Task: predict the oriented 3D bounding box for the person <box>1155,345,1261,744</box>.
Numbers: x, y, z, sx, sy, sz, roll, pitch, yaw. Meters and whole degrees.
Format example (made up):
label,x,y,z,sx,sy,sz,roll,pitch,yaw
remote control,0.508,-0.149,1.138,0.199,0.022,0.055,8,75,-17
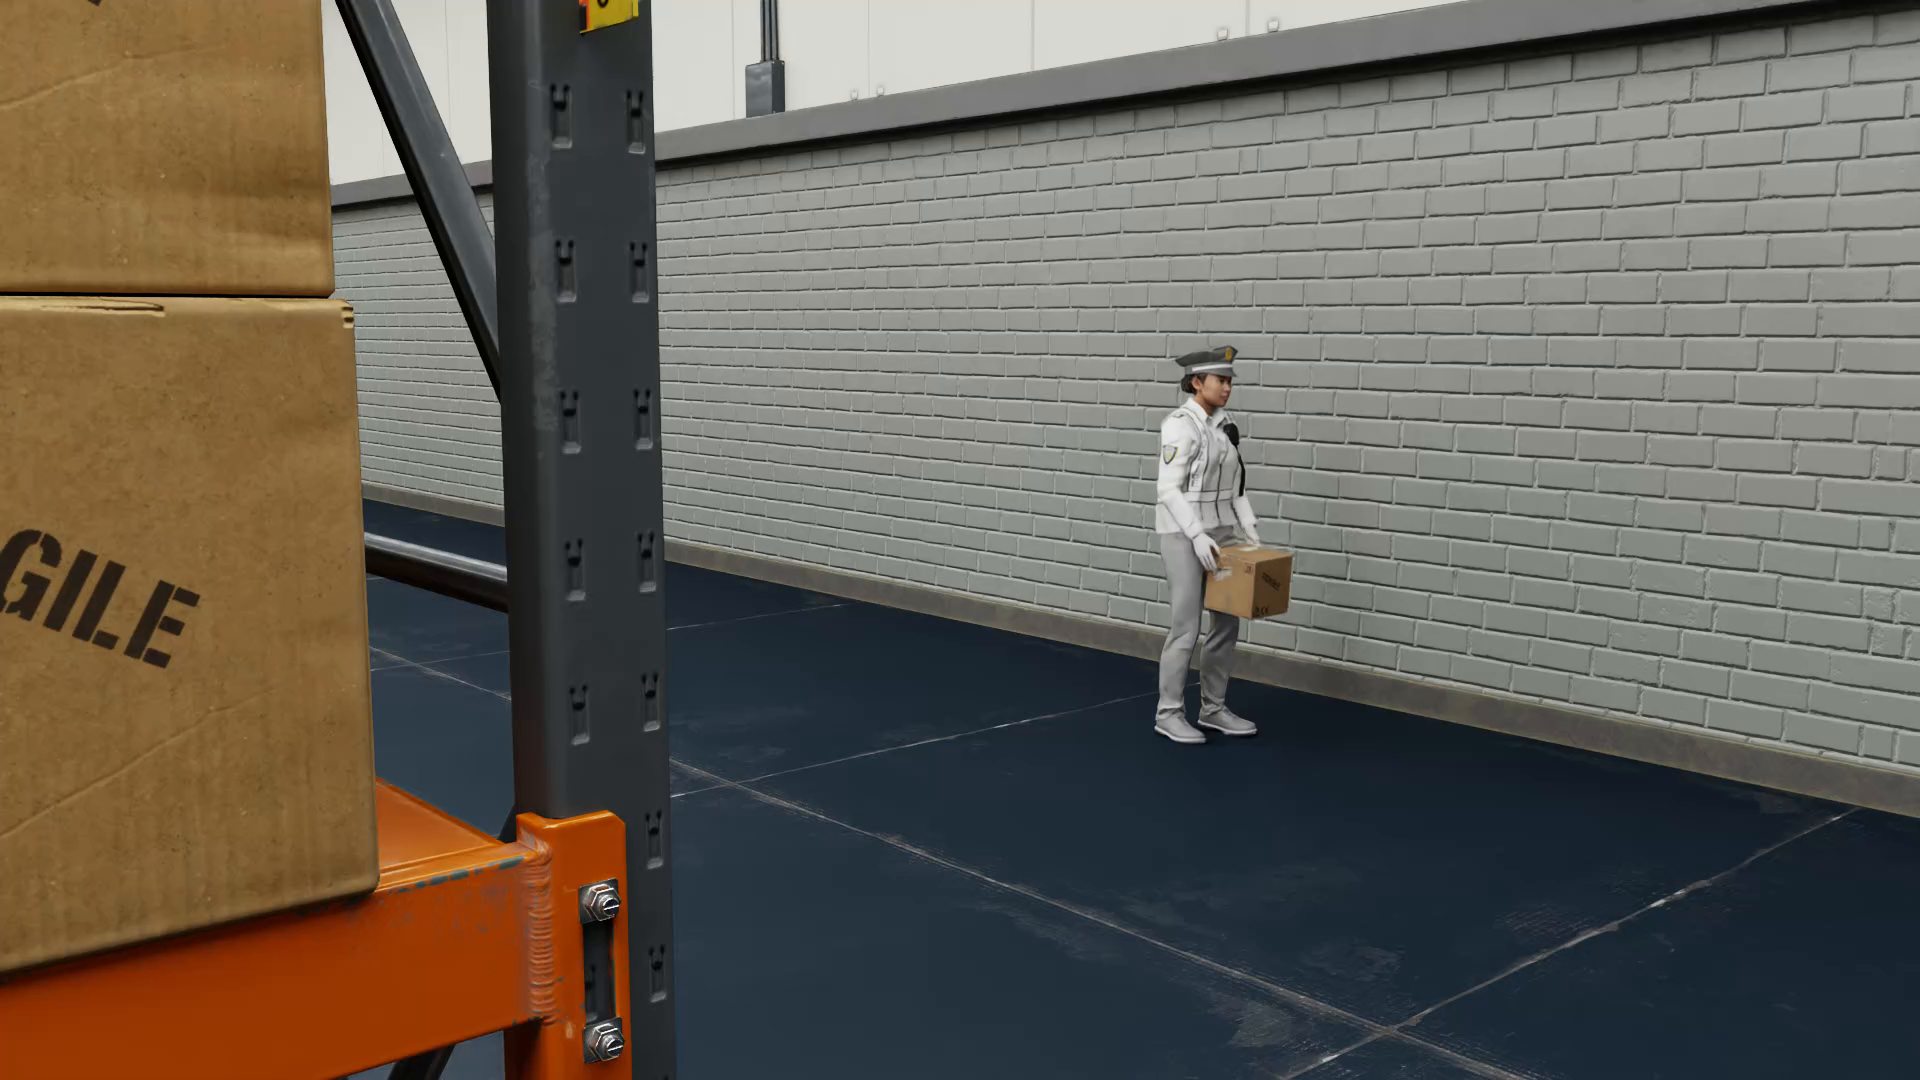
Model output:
label,x,y,z,sx,sy,sz,roll,pitch,yaw
person,1.065,0.007,7.158,0.502,1.680,0.410,-7,10,-42
